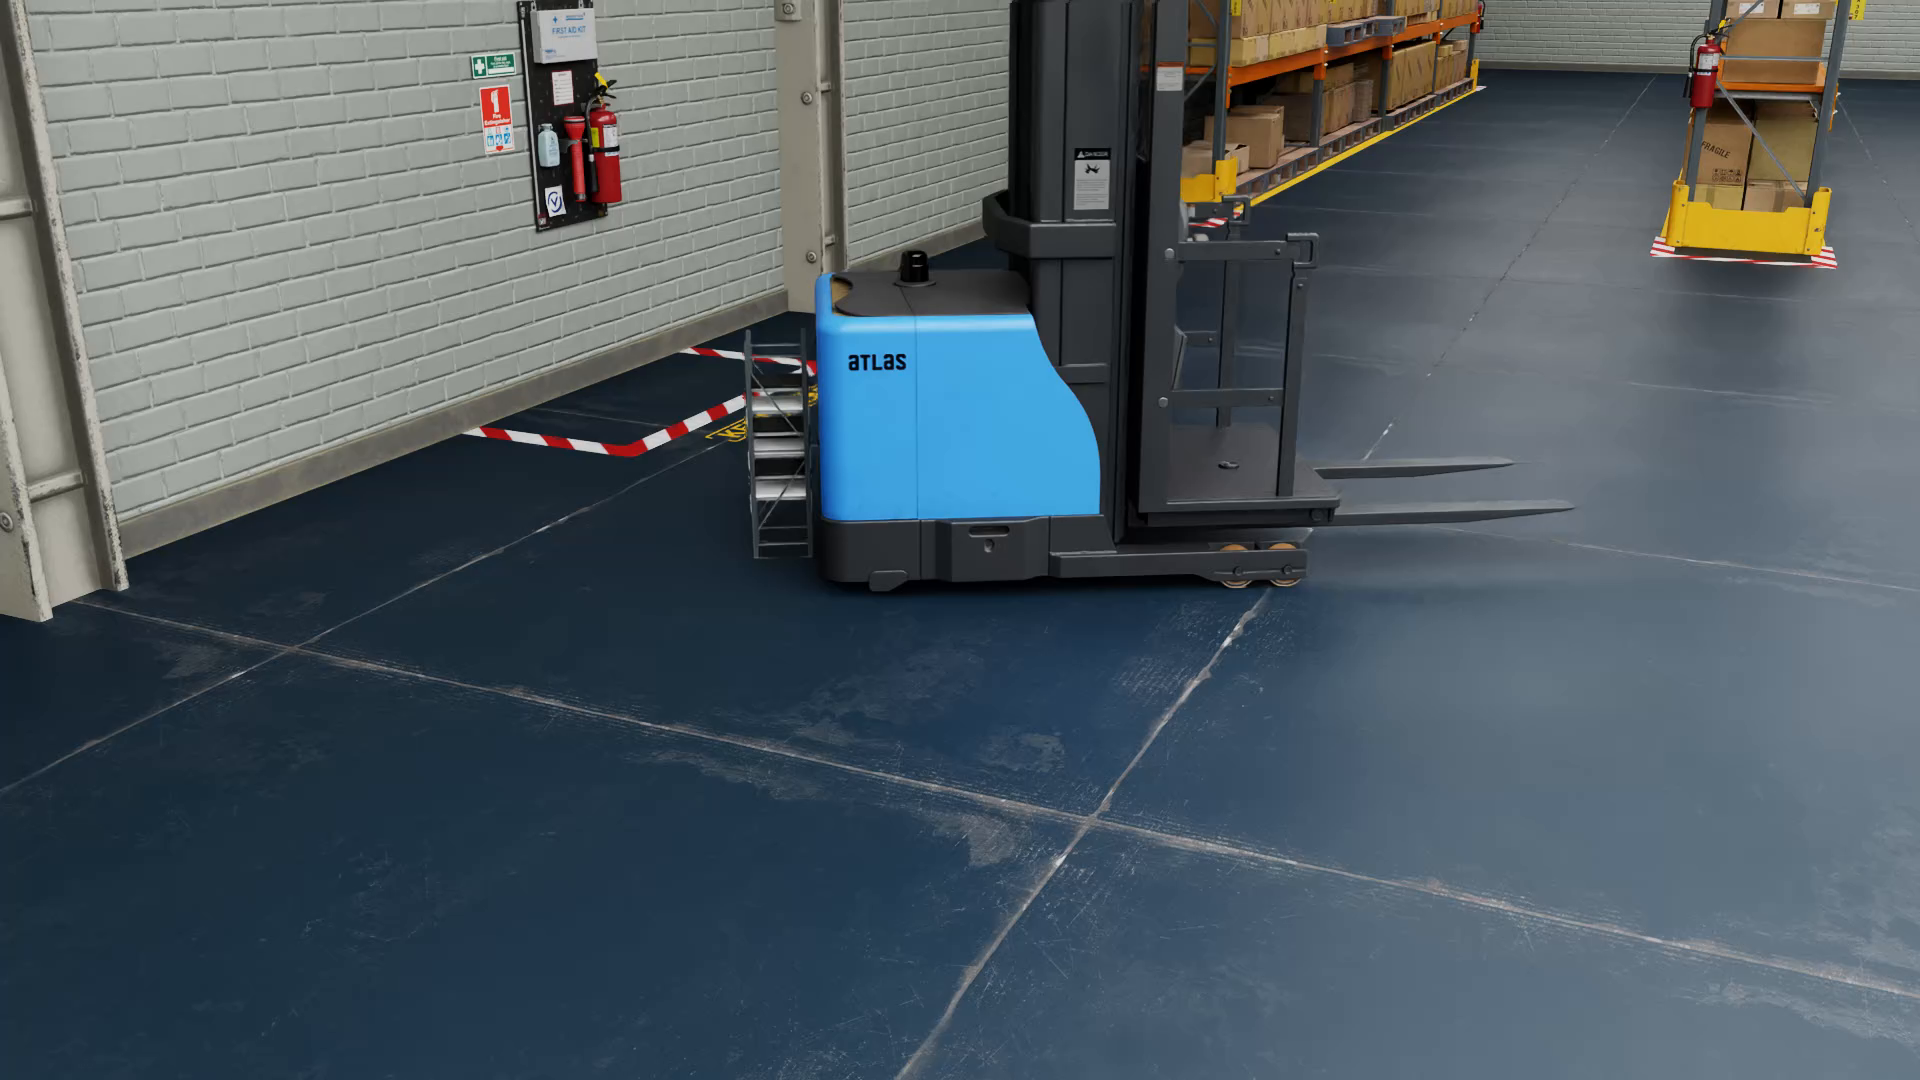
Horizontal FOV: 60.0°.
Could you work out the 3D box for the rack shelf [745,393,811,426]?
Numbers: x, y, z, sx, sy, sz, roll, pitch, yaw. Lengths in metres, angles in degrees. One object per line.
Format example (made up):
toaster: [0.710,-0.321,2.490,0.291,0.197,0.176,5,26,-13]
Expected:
rack shelf: [-0.728,-0.522,6.656,0.258,0.077,0.200,-2,20,-5]

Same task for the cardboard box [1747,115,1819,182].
cardboard box: [7.120,-3.392,14.387,0.500,0.500,0.500,9,21,23]

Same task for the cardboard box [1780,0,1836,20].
cardboard box: [6.852,-4.293,13.445,0.380,0.149,0.250,8,21,22]

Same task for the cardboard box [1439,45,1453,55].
cardboard box: [7.808,-7.976,27.055,0.380,0.149,0.250,8,21,21]

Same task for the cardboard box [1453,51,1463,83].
cardboard box: [8.126,-8.059,28.256,0.700,0.500,0.500,8,21,23]

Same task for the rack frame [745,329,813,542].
rack frame: [-0.736,-0.418,6.801,0.240,0.900,0.006,-2,20,-5]

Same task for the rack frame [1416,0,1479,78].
rack frame: [8.526,-9.419,28.978,1.000,3.000,0.127,9,21,23]

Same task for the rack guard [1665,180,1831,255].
rack guard: [6.485,-2.664,13.715,1.175,0.500,0.348,9,21,23]

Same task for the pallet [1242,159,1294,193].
pallet: [2.871,-3.853,17.487,1.003,0.211,1.213,9,21,23]

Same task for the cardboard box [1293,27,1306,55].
cardboard box: [3.291,-5.196,17.297,0.500,0.250,0.500,8,21,22]

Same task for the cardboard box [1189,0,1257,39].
cardboard box: [2.444,-4.925,15.415,0.500,0.500,0.500,9,21,23]

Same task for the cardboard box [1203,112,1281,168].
cardboard box: [2.919,-4.148,17.231,0.700,0.500,0.500,7,21,19]

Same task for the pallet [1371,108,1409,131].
pallet: [5.641,-5.891,23.217,1.003,0.211,1.213,9,21,23]

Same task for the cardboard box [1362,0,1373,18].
cardboard box: [4.862,-6.908,21.112,0.700,0.500,0.500,6,21,18]

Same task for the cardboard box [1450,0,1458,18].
cardboard box: [7.429,-8.724,26.575,0.980,0.700,0.700,8,21,21]

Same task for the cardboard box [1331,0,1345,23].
cardboard box: [4.087,-6.326,19.474,0.700,0.500,0.500,11,22,28]

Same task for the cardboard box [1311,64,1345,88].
cardboard box: [4.506,-5.806,20.772,0.500,0.250,0.500,8,21,22]

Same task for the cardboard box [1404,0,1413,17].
cardboard box: [5.905,-7.443,22.797,0.500,0.500,0.500,9,22,24]

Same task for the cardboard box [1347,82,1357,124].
cardboard box: [4.686,-5.634,21.409,0.700,0.500,0.500,9,21,23]

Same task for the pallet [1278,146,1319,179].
pallet: [3.369,-4.227,18.539,1.003,0.211,1.213,9,21,23]

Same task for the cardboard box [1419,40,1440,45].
cardboard box: [7.992,-8.428,28.326,0.380,0.149,0.250,9,21,23]

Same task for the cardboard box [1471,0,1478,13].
cardboard box: [8.326,-9.403,28.485,0.980,0.700,0.700,10,22,25]

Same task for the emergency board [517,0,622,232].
emergency board: [-2.032,-2.276,8.893,0.194,1.169,0.643,9,21,23]

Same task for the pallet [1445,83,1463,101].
pallet: [7.769,-7.479,27.683,1.003,0.211,1.213,9,21,23]

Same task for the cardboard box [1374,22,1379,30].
cardboard box: [5.596,-6.934,22.334,0.380,0.149,0.250,8,21,22]

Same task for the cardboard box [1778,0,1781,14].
cardboard box: [7.273,-4.608,14.333,0.380,0.149,0.250,8,21,21]

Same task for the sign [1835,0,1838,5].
sign: [8.640,-5.442,16.384,0.100,0.325,0.005,9,21,23]

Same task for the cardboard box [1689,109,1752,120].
cardboard box: [6.839,-3.618,15.022,0.500,0.500,0.500,9,21,23]

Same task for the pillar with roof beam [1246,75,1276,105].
pillar with roof beam: [7.856,-8.931,18.651,9.100,9.000,0.400,9,21,23]

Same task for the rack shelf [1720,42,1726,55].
rack shelf: [8.952,-5.345,18.595,1.077,0.370,4.000,9,21,23]

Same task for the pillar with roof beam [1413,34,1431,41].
pillar with roof beam: [12.770,-12.599,28.966,9.100,9.000,0.400,9,21,23]

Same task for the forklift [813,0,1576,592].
forklift: [0.935,-1.369,6.443,3.031,2.935,1.130,-2,20,-5]

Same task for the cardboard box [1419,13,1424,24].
cardboard box: [6.563,-7.637,24.313,0.380,0.149,0.250,9,21,23]

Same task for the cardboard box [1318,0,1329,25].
cardboard box: [3.700,-5.856,18.033,0.500,0.500,0.500,8,21,23]

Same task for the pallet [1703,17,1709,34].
pallet: [9.984,-6.422,20.835,1.213,0.211,1.003,9,21,23]

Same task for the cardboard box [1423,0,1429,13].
cardboard box: [6.515,-7.908,24.105,0.500,0.500,0.500,9,21,23]

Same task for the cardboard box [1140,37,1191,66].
cardboard box: [1.988,-4.636,15.723,0.500,0.250,0.500,9,21,23]

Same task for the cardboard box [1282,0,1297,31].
cardboard box: [3.073,-5.391,16.726,0.500,0.500,0.500,9,22,24]

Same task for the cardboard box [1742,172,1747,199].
cardboard box: [7.324,-3.191,14.943,0.500,0.250,0.500,9,21,23]

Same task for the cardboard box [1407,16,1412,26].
cardboard box: [6.214,-7.404,23.656,0.380,0.149,0.250,9,21,23]

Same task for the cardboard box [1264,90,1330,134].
cardboard box: [4.064,-5.173,20.111,0.700,0.500,0.500,8,21,22]

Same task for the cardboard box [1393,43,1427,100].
cardboard box: [6.379,-6.893,24.455,0.750,0.750,0.750,9,22,24]

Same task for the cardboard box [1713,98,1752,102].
cardboard box: [7.460,-4.075,16.309,0.500,0.500,0.500,9,21,23]

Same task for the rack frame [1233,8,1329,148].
rack frame: [3.612,-5.751,18.663,1.000,3.000,0.127,9,21,23]

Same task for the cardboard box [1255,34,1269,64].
cardboard box: [2.663,-4.733,15.995,0.500,0.250,0.500,8,21,21]

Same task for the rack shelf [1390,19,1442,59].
rack shelf: [6.069,-7.246,23.941,1.077,0.370,4.000,9,21,23]

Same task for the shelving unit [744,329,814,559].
shelving unit: [-0.727,-0.384,6.705,0.258,0.900,0.210,-2,20,-5]

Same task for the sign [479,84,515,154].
sign: [-2.353,-2.138,8.452,0.001,0.329,0.234,9,21,23]

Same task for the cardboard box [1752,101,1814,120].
cardboard box: [7.725,-3.852,15.680,0.500,0.500,0.500,9,21,23]

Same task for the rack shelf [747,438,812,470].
rack shelf: [-0.727,-0.353,6.717,0.258,0.077,0.200,-2,20,-5]

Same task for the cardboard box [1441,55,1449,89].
cardboard box: [7.496,-7.584,26.922,0.700,0.500,0.500,8,21,22]

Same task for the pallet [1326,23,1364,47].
pallet: [4.058,-5.874,19.296,1.003,0.211,1.213,9,21,23]

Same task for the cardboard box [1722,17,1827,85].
cardboard box: [6.698,-4.038,13.696,0.700,0.500,0.500,9,21,23]
